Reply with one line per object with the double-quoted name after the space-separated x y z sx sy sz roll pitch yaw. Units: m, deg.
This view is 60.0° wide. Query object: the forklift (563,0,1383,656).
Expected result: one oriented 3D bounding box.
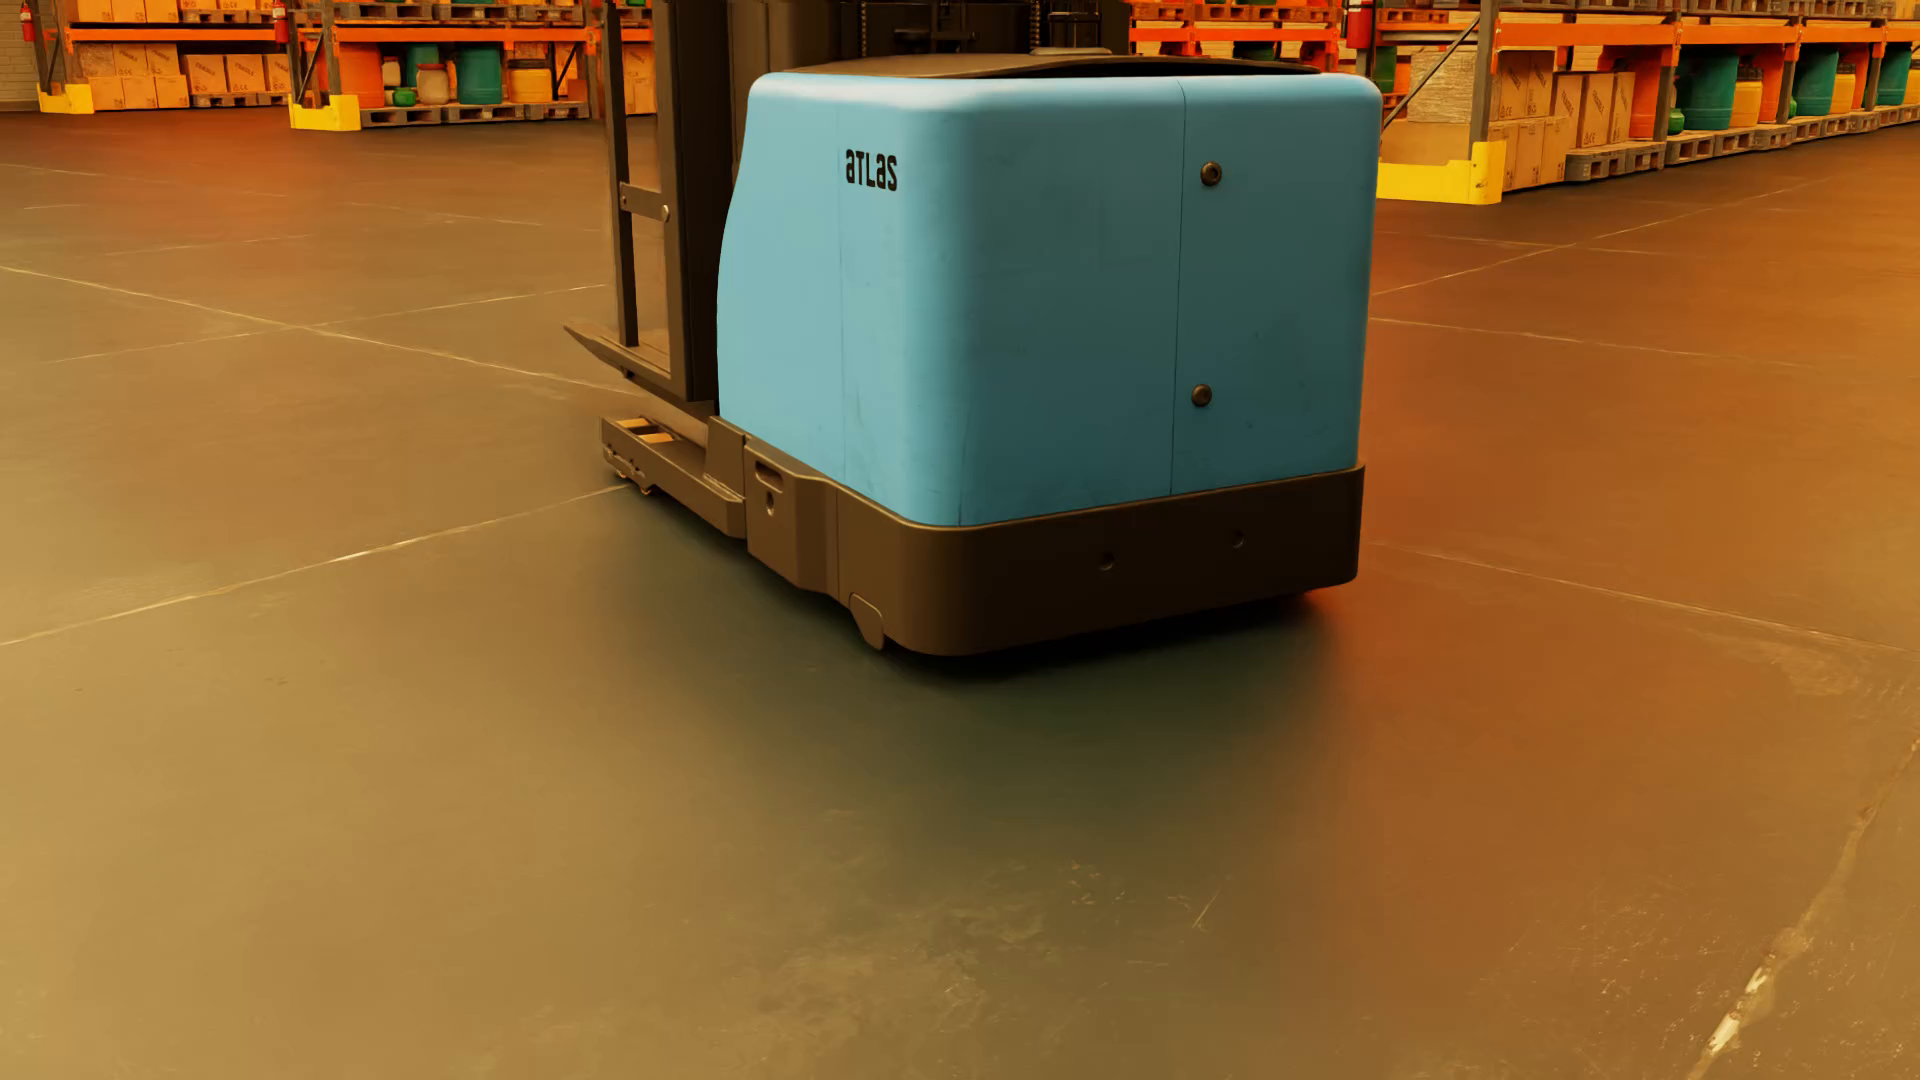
-0.312 -1.572 4.073 1.130 2.935 3.031 -9 19 -27 "forklift"
